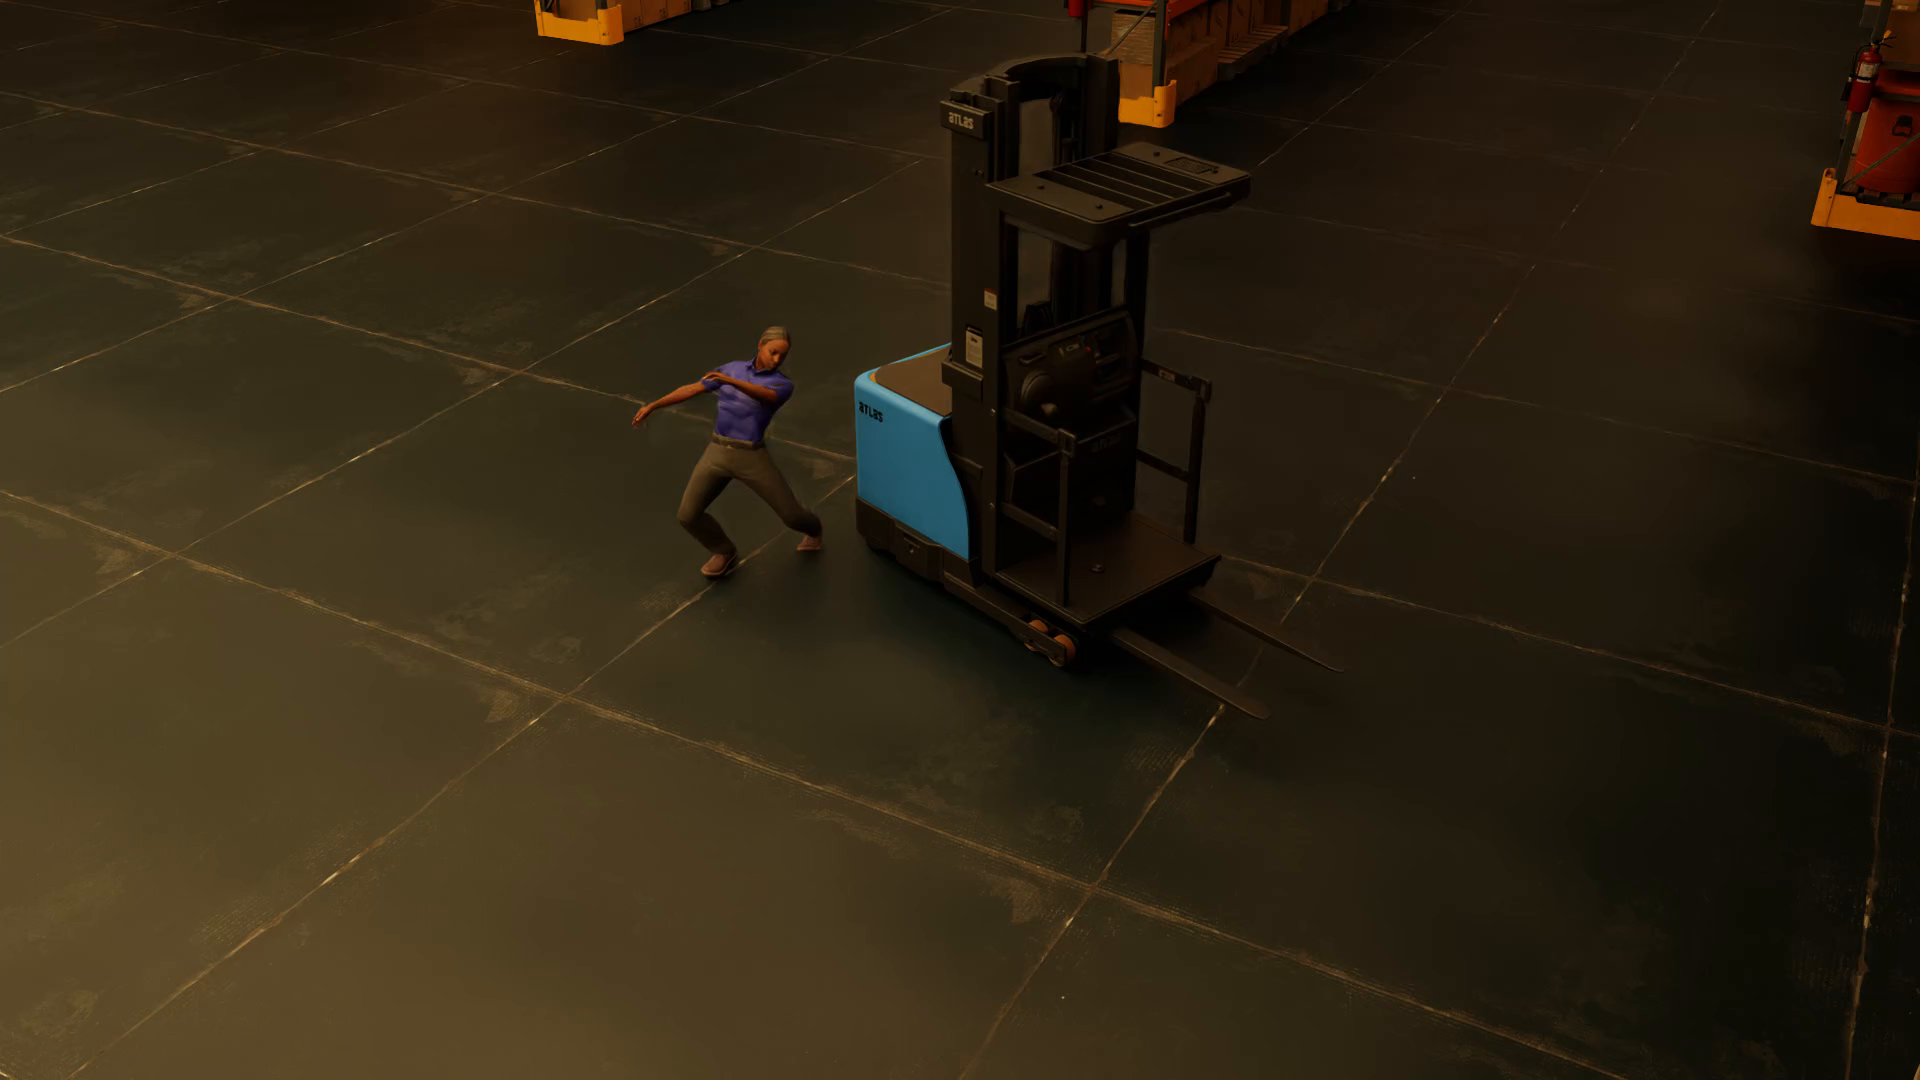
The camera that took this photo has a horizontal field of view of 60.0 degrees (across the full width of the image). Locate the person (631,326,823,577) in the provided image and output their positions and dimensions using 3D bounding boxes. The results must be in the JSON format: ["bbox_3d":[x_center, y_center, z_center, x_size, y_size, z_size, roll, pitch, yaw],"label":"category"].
[{"bbox_3d":[-1.326,-0.459,9.332,0.965,1.424,0.753,5,30,8],"label":"person"}]

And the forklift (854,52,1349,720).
[{"bbox_3d":[0.728,-0.884,8.603,1.130,2.935,3.031,-24,38,-35],"label":"forklift"}]
